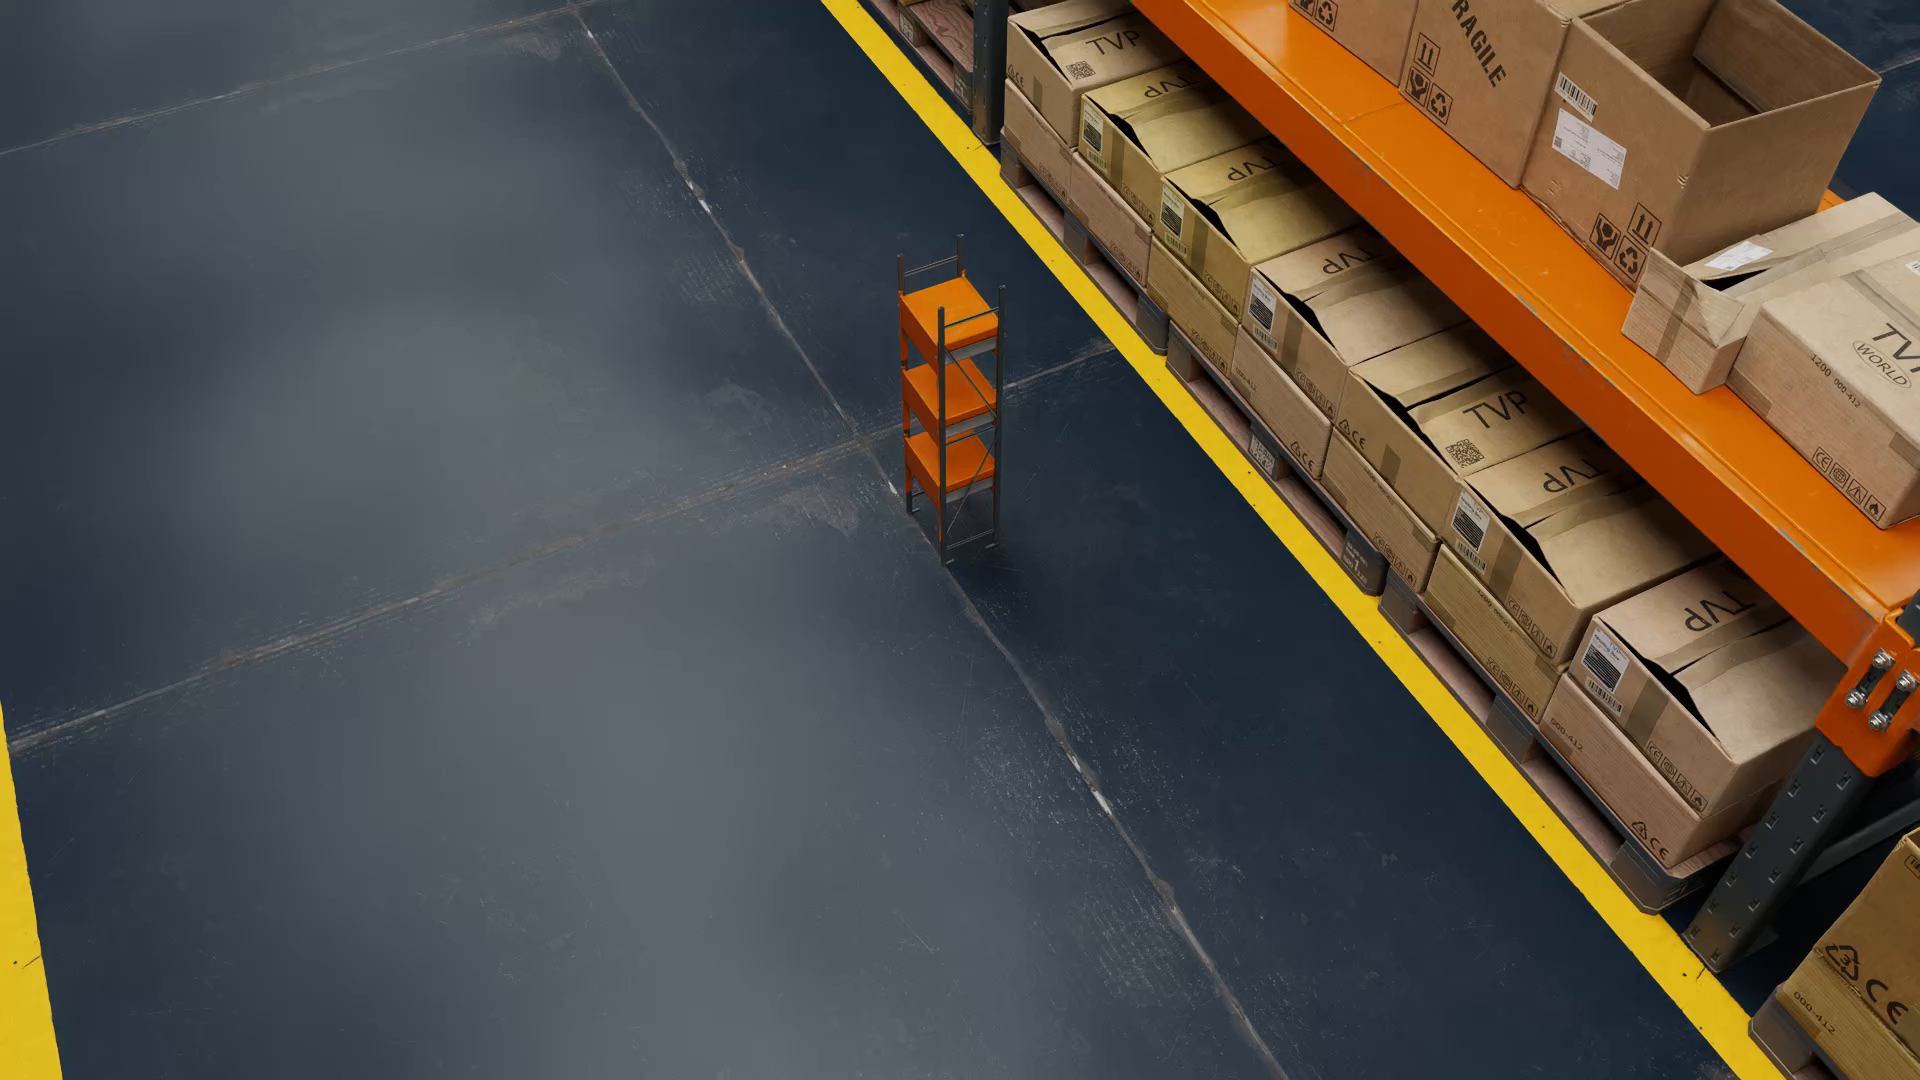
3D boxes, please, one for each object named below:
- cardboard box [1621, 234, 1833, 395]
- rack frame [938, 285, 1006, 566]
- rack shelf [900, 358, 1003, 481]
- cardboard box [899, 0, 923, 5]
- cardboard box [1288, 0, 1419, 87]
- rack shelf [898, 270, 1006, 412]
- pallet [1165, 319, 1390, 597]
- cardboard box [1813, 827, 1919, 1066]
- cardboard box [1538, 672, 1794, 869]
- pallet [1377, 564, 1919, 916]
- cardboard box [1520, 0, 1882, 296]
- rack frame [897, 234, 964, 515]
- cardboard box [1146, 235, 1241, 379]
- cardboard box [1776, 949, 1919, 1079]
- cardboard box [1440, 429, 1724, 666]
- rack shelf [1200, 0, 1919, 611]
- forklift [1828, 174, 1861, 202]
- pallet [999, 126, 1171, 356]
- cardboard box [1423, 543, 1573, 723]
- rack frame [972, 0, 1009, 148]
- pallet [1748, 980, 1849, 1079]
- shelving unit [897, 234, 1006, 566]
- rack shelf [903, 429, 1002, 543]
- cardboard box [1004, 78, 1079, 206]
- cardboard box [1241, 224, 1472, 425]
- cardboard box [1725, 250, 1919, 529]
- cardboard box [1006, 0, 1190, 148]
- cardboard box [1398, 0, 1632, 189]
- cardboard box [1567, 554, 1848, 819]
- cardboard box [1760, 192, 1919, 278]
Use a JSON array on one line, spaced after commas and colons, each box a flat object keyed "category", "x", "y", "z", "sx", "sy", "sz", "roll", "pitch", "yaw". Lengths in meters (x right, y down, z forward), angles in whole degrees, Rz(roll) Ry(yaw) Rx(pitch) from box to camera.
[{"category": "cardboard box", "x": 1.787, "y": -0.562, "z": 3.838, "sx": 0.396, "sy": 0.266, "sz": 0.258, "roll": -22, "pitch": 52, "yaw": -18}, {"category": "rack frame", "x": 0.031, "y": -0.300, "z": 4.815, "sx": 0.200, "sy": 1.050, "sz": 0.008, "roll": -21, "pitch": 52, "yaw": -18}, {"category": "rack shelf", "x": -0.024, "y": -0.374, "z": 4.894, "sx": 0.215, "sy": 0.259, "sz": 0.240, "roll": -21, "pitch": 52, "yaw": -18}, {"category": "cardboard box", "x": -0.115, "y": -2.625, "z": 6.922, "sx": 0.500, "sy": 0.500, "sz": 0.500, "roll": -19, "pitch": 52, "yaw": -16}, {"category": "cardboard box", "x": 1.304, "y": -1.674, "z": 4.655, "sx": 0.500, "sy": 0.500, "sz": 0.500, "roll": -24, "pitch": 53, "yaw": -19}, {"category": "rack shelf", "x": -0.024, "y": -0.561, "z": 4.681, "sx": 0.215, "sy": 0.259, "sz": 0.240, "roll": -21, "pitch": 52, "yaw": -18}, {"category": "pallet", "x": 1.418, "y": -0.460, "z": 5.512, "sx": 1.003, "sy": 0.211, "sz": 1.213, "roll": -21, "pitch": 52, "yaw": -18}, {"category": "cardboard box", "x": 2.286, "y": 0.857, "z": 3.557, "sx": 0.500, "sy": 0.500, "sz": 0.500, "roll": -21, "pitch": 52, "yaw": -18}, {"category": "cardboard box", "x": 1.905, "y": 0.508, "z": 4.361, "sx": 0.500, "sy": 0.250, "sz": 0.500, "roll": -22, "pitch": 52, "yaw": -18}, {"category": "pallet", "x": 1.980, "y": 0.357, "z": 4.797, "sx": 1.003, "sy": 0.211, "sz": 1.213, "roll": -21, "pitch": 52, "yaw": -18}, {"category": "cardboard box", "x": 1.774, "y": -0.986, "z": 4.053, "sx": 0.500, "sy": 0.500, "sz": 0.500, "roll": -18, "pitch": 51, "yaw": -15}, {"category": "rack frame", "x": -0.080, "y": -0.463, "z": 4.958, "sx": 0.200, "sy": 1.050, "sz": 0.008, "roll": -21, "pitch": 52, "yaw": -18}, {"category": "cardboard box", "x": 0.974, "y": -0.858, "z": 5.555, "sx": 0.500, "sy": 0.250, "sz": 0.500, "roll": -22, "pitch": 53, "yaw": -18}, {"category": "cardboard box", "x": 2.295, "y": 1.101, "z": 3.842, "sx": 0.500, "sy": 0.250, "sz": 0.500, "roll": -21, "pitch": 52, "yaw": -18}, {"category": "cardboard box", "x": 1.668, "y": -0.017, "z": 4.447, "sx": 0.500, "sy": 0.311, "sz": 0.500, "roll": -20, "pitch": 52, "yaw": -17}, {"category": "rack shelf", "x": 1.437, "y": -1.247, "z": 4.696, "sx": 0.919, "sy": 0.124, "sz": 3.809, "roll": -21, "pitch": 52, "yaw": -18}, {"category": "forklift", "x": 3.433, "y": -1.120, "z": 4.282, "sx": 1.130, "sy": 2.935, "sz": 3.031, "roll": -18, "pitch": 51, "yaw": -15}, {"category": "pallet", "x": 0.864, "y": -1.276, "z": 6.226, "sx": 1.003, "sy": 0.211, "sz": 1.213, "roll": -21, "pitch": 52, "yaw": -18}, {"category": "cardboard box", "x": 1.675, "y": 0.169, "z": 4.657, "sx": 0.500, "sy": 0.250, "sz": 0.500, "roll": -22, "pitch": 52, "yaw": -18}, {"category": "rack frame", "x": 0.522, "y": -2.758, "z": 5.670, "sx": 1.000, "sy": 3.000, "sz": 0.127, "roll": -21, "pitch": 52, "yaw": -18}, {"category": "pallet", "x": 2.679, "y": 1.383, "z": 3.900, "sx": 1.003, "sy": 0.211, "sz": 1.213, "roll": -21, "pitch": 52, "yaw": -18}, {"category": "shelving unit", "x": -0.024, "y": -0.381, "z": 4.886, "sx": 0.215, "sy": 1.050, "sz": 0.252, "roll": -21, "pitch": 52, "yaw": -18}, {"category": "rack shelf", "x": -0.024, "y": -0.191, "z": 5.103, "sx": 0.215, "sy": 0.259, "sz": 0.240, "roll": -21, "pitch": 52, "yaw": -18}, {"category": "cardboard box", "x": 0.500, "y": -1.540, "z": 6.152, "sx": 0.500, "sy": 0.250, "sz": 0.500, "roll": -21, "pitch": 52, "yaw": -18}, {"category": "cardboard box", "x": 1.215, "y": -0.690, "z": 5.036, "sx": 0.500, "sy": 0.311, "sz": 0.500, "roll": -22, "pitch": 52, "yaw": -18}, {"category": "cardboard box", "x": 2.088, "y": -0.346, "z": 3.660, "sx": 0.500, "sy": 0.250, "sz": 0.500, "roll": -18, "pitch": 51, "yaw": -15}, {"category": "cardboard box", "x": 0.500, "y": -1.724, "z": 5.940, "sx": 0.500, "sy": 0.311, "sz": 0.500, "roll": -20, "pitch": 52, "yaw": -16}, {"category": "cardboard box", "x": 1.545, "y": -1.322, "z": 4.347, "sx": 0.500, "sy": 0.500, "sz": 0.500, "roll": -21, "pitch": 52, "yaw": -17}, {"category": "cardboard box", "x": 1.912, "y": 0.329, "z": 4.145, "sx": 0.500, "sy": 0.311, "sz": 0.500, "roll": -21, "pitch": 52, "yaw": -18}, {"category": "cardboard box", "x": 2.128, "y": -0.662, "z": 4.003, "sx": 0.380, "sy": 0.149, "sz": 0.250, "roll": -21, "pitch": 52, "yaw": -18}]
